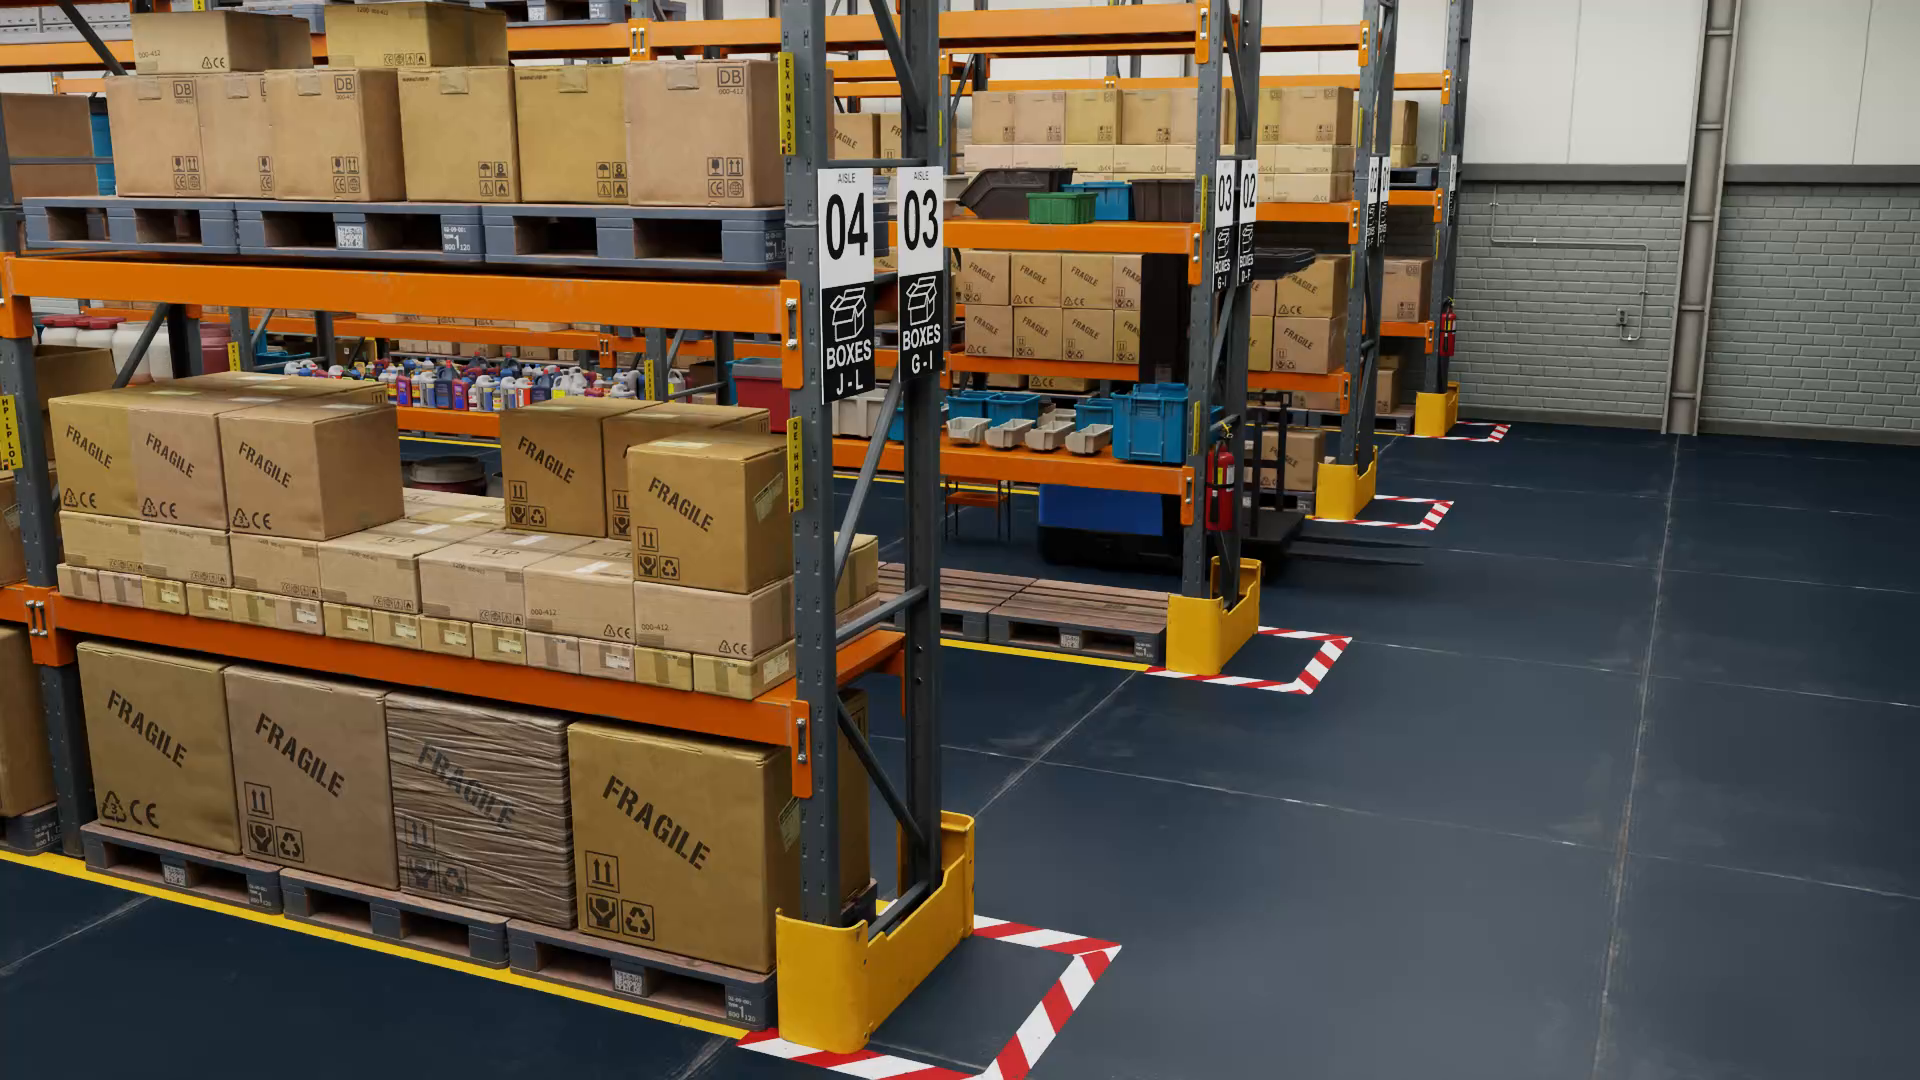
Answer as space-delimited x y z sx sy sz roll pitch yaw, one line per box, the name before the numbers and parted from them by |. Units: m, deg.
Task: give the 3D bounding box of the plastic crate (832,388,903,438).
plastic crate | -0.664 -0.890 11.609 0.530 0.282 0.437 6 14 23

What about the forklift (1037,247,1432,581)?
forklift | 2.194 -1.227 13.068 3.031 2.935 1.130 5 14 21

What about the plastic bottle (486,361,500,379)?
plastic bottle | -3.789 -1.315 13.549 0.133 0.283 0.061 6 14 23

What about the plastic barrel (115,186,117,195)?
plastic barrel | -6.900 -2.930 13.912 0.301 0.262 0.301 0 13 0

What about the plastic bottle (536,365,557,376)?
plastic bottle | -3.313 -1.267 13.361 0.135 0.276 0.152 6 14 23

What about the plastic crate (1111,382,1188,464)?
plastic crate | 1.289 -0.766 10.746 0.499 0.435 0.616 6 14 23

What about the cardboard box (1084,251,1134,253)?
cardboard box | 1.521 -2.582 16.283 0.500 0.500 0.500 6 14 24

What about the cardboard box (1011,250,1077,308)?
cardboard box | 0.813 -2.518 16.011 0.500 0.500 0.500 5 14 21

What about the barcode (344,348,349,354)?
barcode | -7.226 -2.227 19.585 0.075 0.075 0.001 6 14 23

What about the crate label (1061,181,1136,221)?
crate label | 0.959 -2.269 11.117 0.502 0.251 0.408 6 14 23

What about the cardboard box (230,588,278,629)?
cardboard box | -2.900 0.252 7.166 0.250 0.149 0.380 6 14 22

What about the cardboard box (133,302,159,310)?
cardboard box | -10.044 -3.198 21.098 0.500 0.500 0.700 6 15 25

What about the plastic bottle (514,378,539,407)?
plastic bottle | -3.272 -1.087 12.593 0.135 0.276 0.152 6 14 23

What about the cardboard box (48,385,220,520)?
cardboard box | -3.658 -0.403 7.441 0.500 0.500 0.500 6 14 23

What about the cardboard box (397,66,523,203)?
cardboard box | -1.790 -1.607 6.616 0.500 0.500 0.700 5 14 19

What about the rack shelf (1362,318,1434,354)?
rack shelf | 3.855 -2.632 20.480 4.000 0.370 1.077 6 14 23

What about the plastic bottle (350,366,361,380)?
plastic bottle | -4.836 -1.251 13.304 0.097 0.271 0.097 0 13 0

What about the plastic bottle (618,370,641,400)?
plastic bottle | -2.589 -1.194 13.048 0.135 0.276 0.152 6 14 23

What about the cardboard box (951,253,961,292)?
cardboard box | 0.118 -3.499 21.687 0.500 0.500 0.500 6 15 25

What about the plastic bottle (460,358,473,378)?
plastic bottle | -4.056 -1.357 13.728 0.133 0.283 0.061 6 14 23

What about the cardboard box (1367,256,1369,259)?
cardboard box | 4.544 -3.053 20.044 0.700 0.700 0.980 6 14 23

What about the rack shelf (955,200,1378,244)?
rack shelf | 1.852 -3.057 15.727 4.000 0.370 1.077 6 14 23

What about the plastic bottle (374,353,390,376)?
plastic bottle | -4.890 -1.442 14.088 0.133 0.283 0.061 6 14 23

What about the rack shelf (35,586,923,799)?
rack shelf | -2.164 0.472 7.253 4.000 0.370 1.077 6 14 23

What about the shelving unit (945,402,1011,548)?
shelving unit | 0.151 -0.569 14.053 0.503 1.200 0.258 6 14 23

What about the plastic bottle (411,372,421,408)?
plastic bottle | -4.228 -1.175 12.976 0.097 0.271 0.097 0 13 0

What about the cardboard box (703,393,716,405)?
cardboard box | -2.396 -1.303 17.751 0.500 0.500 0.500 6 14 22

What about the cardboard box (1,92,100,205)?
cardboard box | -4.526 -1.829 7.777 0.500 0.500 0.700 6 15 25

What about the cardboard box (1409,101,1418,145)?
cardboard box | 5.114 -4.921 19.642 0.500 0.500 0.500 5 14 21

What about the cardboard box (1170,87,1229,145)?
cardboard box | 2.281 -3.890 15.293 0.500 0.500 0.700 6 14 23

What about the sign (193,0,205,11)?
sign | -5.860 -4.116 12.805 0.005 0.325 0.100 6 14 23

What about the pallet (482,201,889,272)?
pallet | -1.017 -1.177 6.333 1.213 0.211 1.003 6 14 23

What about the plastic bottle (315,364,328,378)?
plastic bottle | -5.096 -1.264 13.330 0.133 0.283 0.061 6 14 23

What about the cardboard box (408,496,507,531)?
cardboard box | -2.079 -0.007 7.397 0.500 0.250 0.500 5 14 22

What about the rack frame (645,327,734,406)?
rack frame | -1.986 -1.098 12.368 0.127 3.000 1.000 6 14 23

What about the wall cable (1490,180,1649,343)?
wall cable | 7.238 -3.371 19.830 1.851 1.984 0.084 6 14 23

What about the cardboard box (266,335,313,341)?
cardboard box | -8.502 -2.304 20.967 0.500 0.500 0.500 6 14 23

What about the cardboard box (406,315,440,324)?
cardboard box | -6.113 -2.798 19.394 0.500 0.500 0.500 7 15 27

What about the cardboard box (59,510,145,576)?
cardboard box | -3.669 -0.037 7.524 0.500 0.250 0.500 5 14 22

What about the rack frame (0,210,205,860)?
rack frame | -3.992 -0.064 7.960 0.127 3.000 1.000 6 14 23

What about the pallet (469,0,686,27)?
pallet | -2.755 -3.802 12.049 1.213 0.211 1.003 6 14 23

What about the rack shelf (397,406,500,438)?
rack shelf | -3.815 -0.933 13.239 4.000 0.370 1.077 6 14 23

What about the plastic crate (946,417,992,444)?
plastic crate | 0.050 -0.740 11.290 0.250 0.136 0.298 6 14 23

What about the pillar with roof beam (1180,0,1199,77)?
pillar with roof beam | 1.273 -5.305 17.163 0.400 9.000 9.100 6 14 23

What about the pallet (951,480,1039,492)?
pallet | 0.651 -0.711 16.823 1.213 0.211 1.003 6 14 23

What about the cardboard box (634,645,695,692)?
cardboard box | -1.032 0.441 6.359 0.250 0.149 0.380 6 14 24

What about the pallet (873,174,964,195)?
pallet | -0.544 -3.576 16.774 1.003 0.211 1.213 6 14 23

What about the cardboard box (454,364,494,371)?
cardboard box | -5.871 -1.940 19.830 0.500 0.311 0.500 6 14 23

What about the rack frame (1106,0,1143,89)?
rack frame | 2.027 -6.088 20.501 0.127 3.000 1.000 6 14 23

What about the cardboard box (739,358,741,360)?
cardboard box | -2.734 -2.662 23.544 0.500 0.500 0.700 6 14 23

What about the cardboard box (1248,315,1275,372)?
cardboard box | 2.685 -1.843 15.323 0.500 0.500 0.500 6 14 24

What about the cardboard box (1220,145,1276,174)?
cardboard box | 2.651 -3.433 14.988 0.500 0.250 0.500 6 14 23

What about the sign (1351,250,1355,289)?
sign | 3.438 -2.366 14.544 0.005 0.325 0.100 6 14 23

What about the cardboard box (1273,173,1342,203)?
cardboard box | 3.104 -3.142 14.841 0.500 0.250 0.500 6 14 23
